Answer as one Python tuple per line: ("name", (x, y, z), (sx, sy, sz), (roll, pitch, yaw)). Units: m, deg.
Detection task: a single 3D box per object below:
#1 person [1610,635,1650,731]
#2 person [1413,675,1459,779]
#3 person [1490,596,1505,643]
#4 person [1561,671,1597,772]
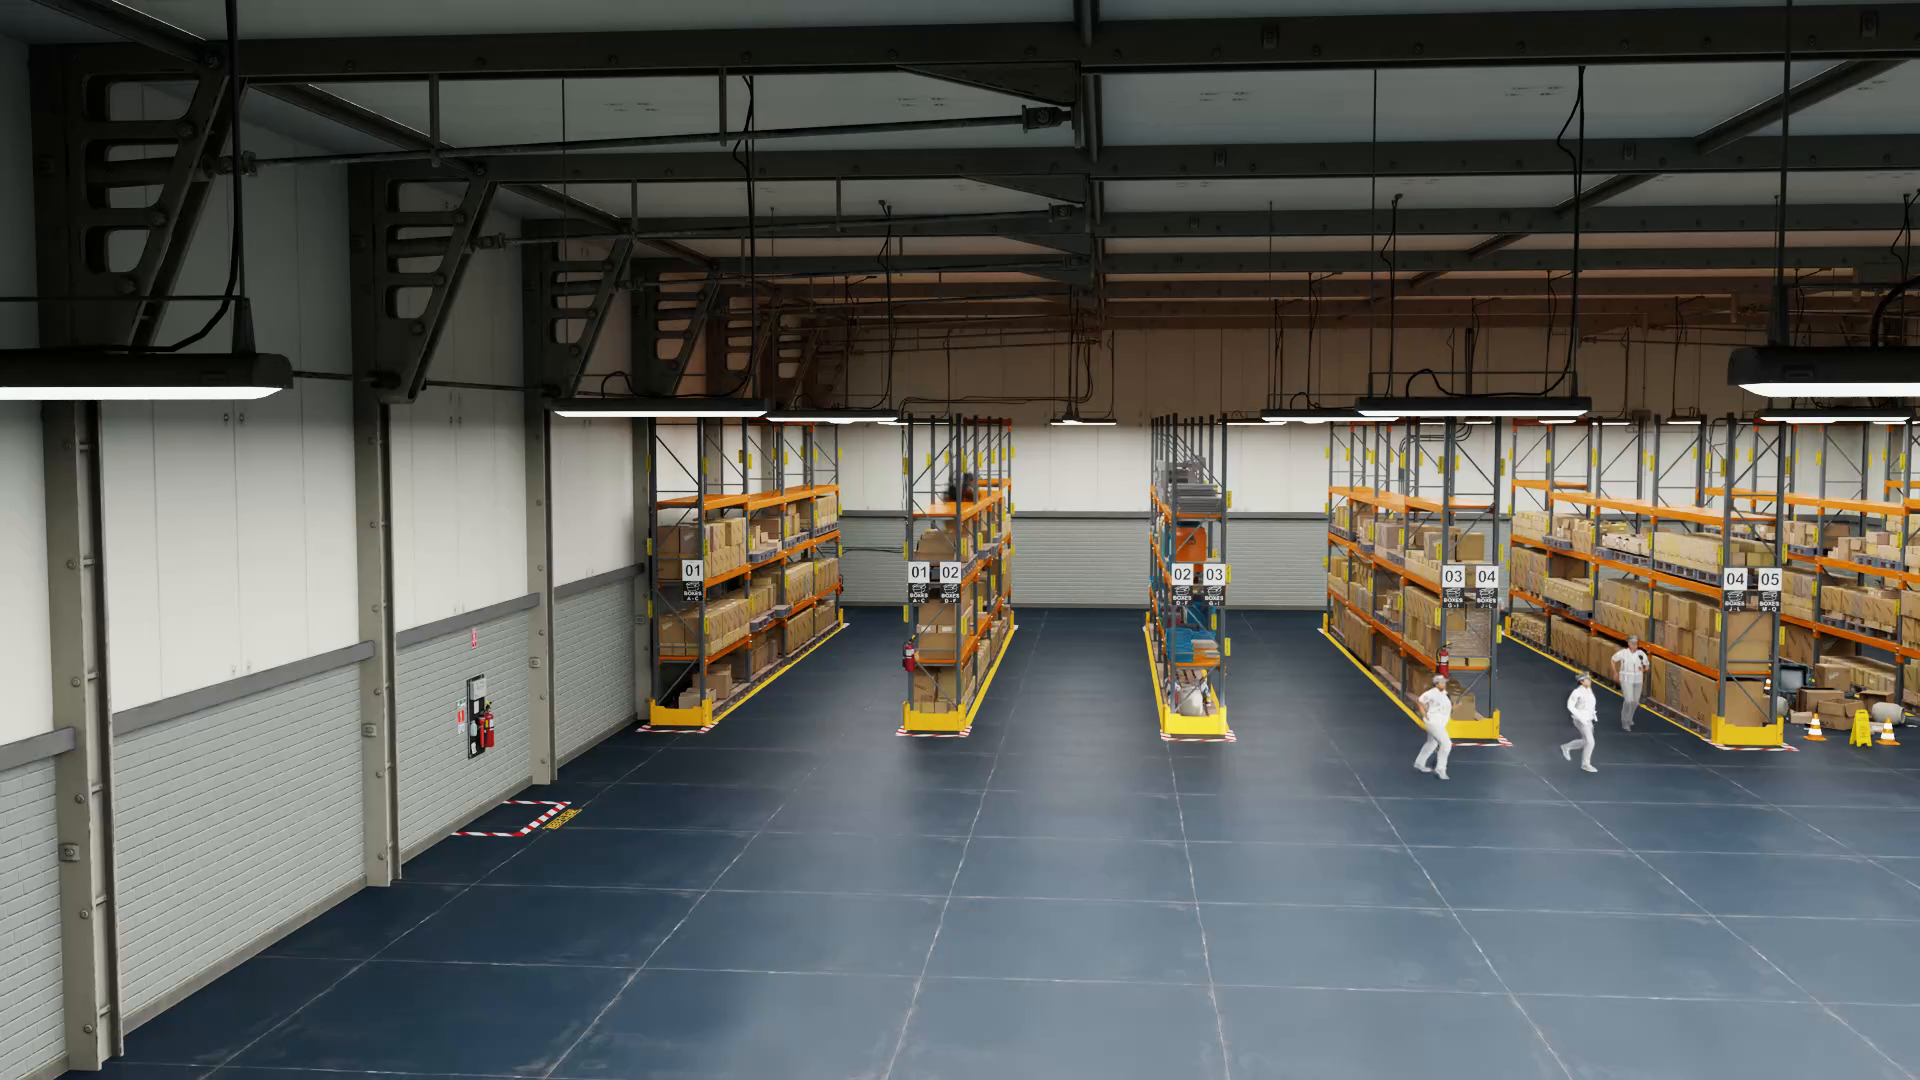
("person", (12.782, 2.721, 31.648), (0.635, 1.840, 0.735), (0, 4, 1))
("person", (7.837, 3.072, 27.369), (0.746, 1.737, 0.573), (3, 5, 37))
("person", (13.608, 2.034, 42.443), (0.550, 1.728, 0.783), (0, 4, 5))
("person", (10.411, 3.020, 27.966), (0.642, 1.668, 0.681), (-4, 5, -43))
